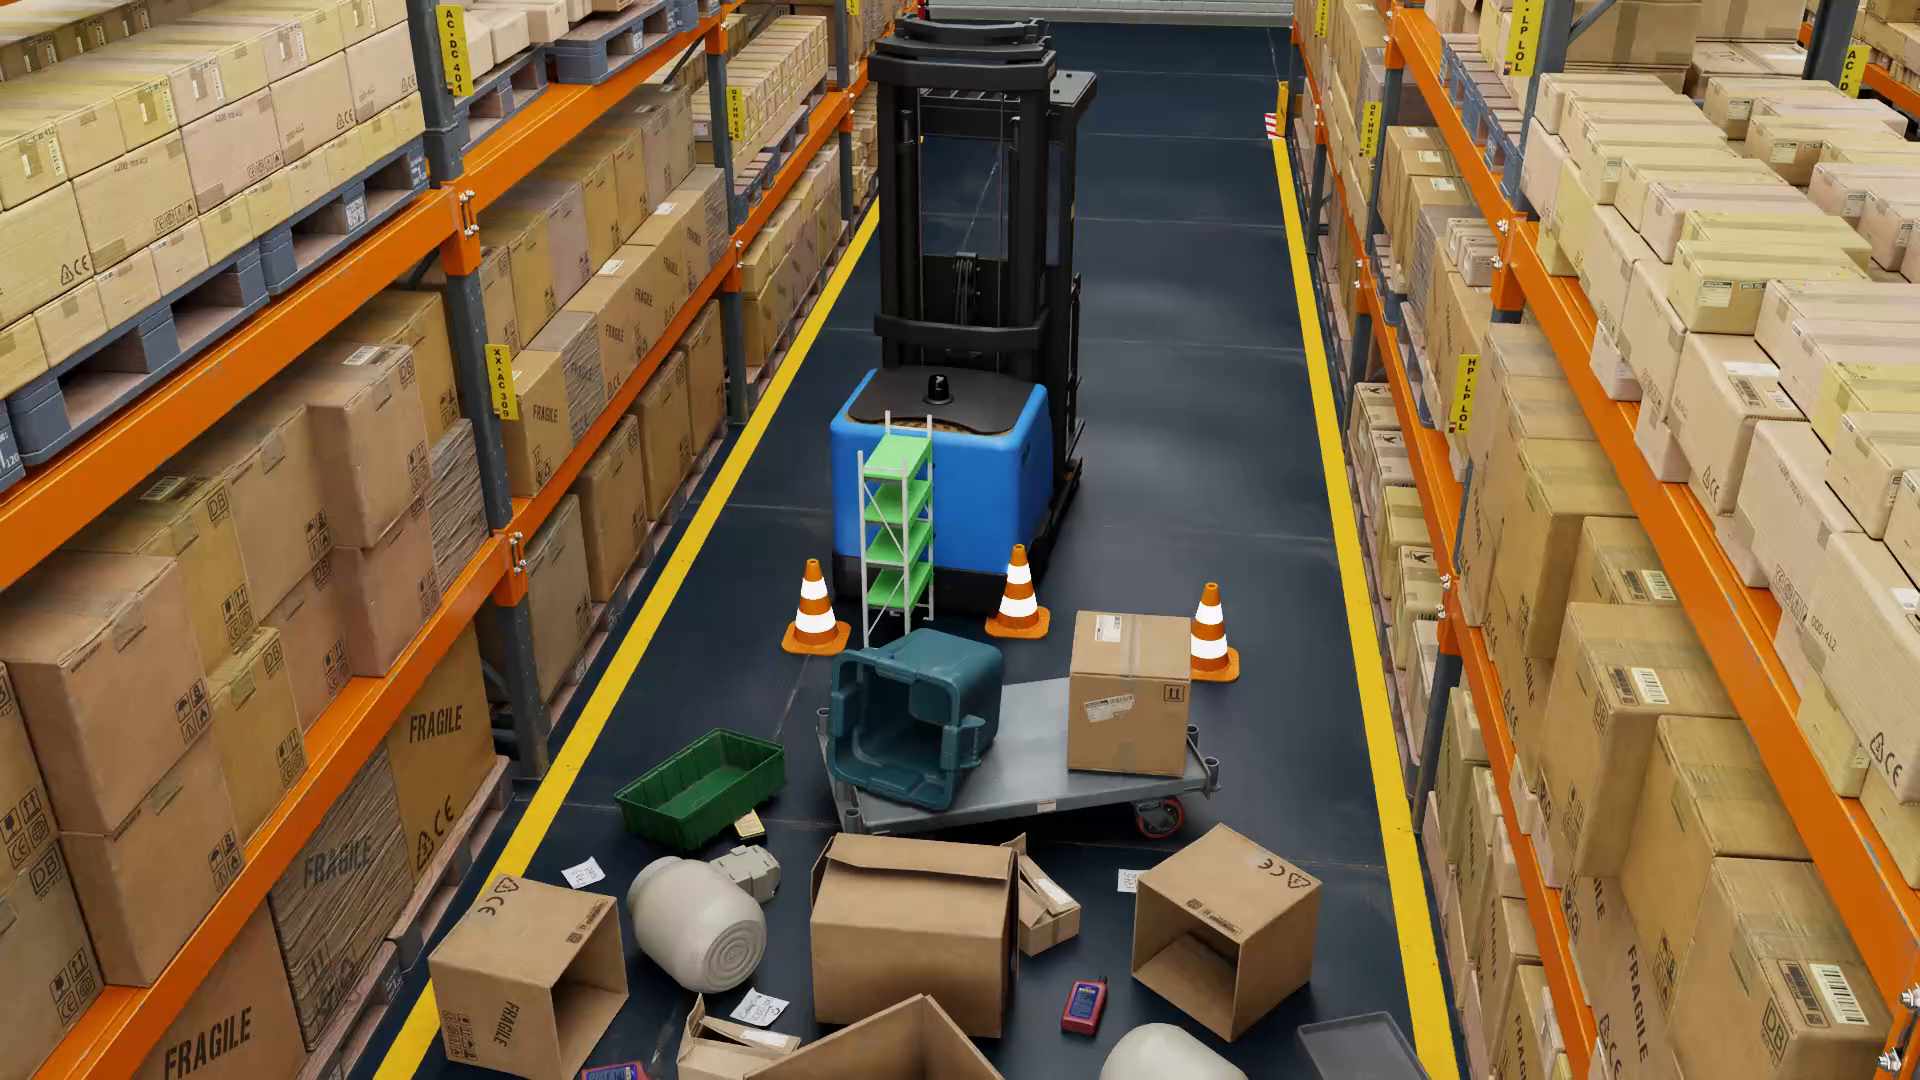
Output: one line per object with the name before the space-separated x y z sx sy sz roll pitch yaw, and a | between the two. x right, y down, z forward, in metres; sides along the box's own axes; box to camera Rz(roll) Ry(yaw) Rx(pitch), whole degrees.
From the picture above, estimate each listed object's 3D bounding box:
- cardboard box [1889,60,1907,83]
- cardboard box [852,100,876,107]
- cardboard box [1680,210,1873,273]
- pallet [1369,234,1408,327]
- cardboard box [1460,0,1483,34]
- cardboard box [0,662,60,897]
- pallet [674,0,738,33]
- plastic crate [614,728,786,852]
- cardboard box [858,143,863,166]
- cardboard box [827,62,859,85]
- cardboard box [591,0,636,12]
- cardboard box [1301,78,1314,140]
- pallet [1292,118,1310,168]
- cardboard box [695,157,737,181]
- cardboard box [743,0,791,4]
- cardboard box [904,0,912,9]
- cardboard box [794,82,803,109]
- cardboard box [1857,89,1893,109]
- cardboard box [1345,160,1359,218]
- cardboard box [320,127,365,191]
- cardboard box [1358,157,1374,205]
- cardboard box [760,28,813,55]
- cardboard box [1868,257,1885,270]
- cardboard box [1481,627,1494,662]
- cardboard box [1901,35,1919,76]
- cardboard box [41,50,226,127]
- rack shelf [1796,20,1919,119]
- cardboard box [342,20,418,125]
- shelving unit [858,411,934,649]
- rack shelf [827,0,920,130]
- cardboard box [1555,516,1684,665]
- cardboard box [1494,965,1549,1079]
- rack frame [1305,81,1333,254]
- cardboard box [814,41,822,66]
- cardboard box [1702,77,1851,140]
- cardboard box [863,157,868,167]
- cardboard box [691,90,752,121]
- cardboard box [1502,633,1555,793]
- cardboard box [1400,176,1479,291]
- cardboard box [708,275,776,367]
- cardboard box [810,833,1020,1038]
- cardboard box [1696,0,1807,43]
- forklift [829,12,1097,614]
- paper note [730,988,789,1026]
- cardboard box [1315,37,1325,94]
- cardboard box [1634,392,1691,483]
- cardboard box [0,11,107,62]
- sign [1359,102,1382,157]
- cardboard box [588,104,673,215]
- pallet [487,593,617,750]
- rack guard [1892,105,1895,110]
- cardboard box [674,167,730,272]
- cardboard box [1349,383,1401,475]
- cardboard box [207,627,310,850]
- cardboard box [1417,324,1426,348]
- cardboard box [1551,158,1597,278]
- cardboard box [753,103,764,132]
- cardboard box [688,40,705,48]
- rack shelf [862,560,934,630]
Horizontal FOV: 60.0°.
cardboard box | 8.281 -4.043 14.356 0.380 0.149 0.250 3 28 5
cardboard box | -0.972 -4.225 16.365 0.380 0.149 0.250 2 28 4
cardboard box | 2.033 -0.713 4.173 0.380 0.149 0.250 4 29 7
pallet | 3.013 -1.475 9.527 1.213 0.211 1.003 3 28 6
cardboard box | 2.836 -2.547 8.044 0.797 0.503 0.637 3 28 6
cardboard box | -2.851 0.647 4.090 0.875 0.550 0.550 3 28 6
pallet | -1.957 -3.072 9.327 1.213 0.211 1.003 5 29 9
plastic crate | -1.142 1.112 7.427 0.450 0.188 0.662 9 28 37
cardboard box | -1.106 -3.605 15.528 0.380 0.149 0.250 2 28 4
cardboard box | -1.081 -4.028 14.328 0.380 0.149 0.250 4 29 8
cardboard box | -1.866 -2.900 8.154 0.500 0.500 0.500 3 28 6
cardboard box | 3.993 -4.407 17.026 0.875 0.438 0.875 2 28 4
pallet | 3.954 -4.058 17.060 1.003 0.211 1.213 3 28 6
cardboard box | -1.675 -2.414 10.891 0.380 0.149 0.250 3 28 5
cardboard box | -1.651 -4.876 14.165 0.500 0.500 0.500 2 28 4
cardboard box | -0.710 -5.626 17.296 0.380 0.149 0.250 3 28 6
cardboard box | -1.416 -3.411 12.741 0.380 0.149 0.250 2 28 4
cardboard box | 8.733 -4.183 16.542 0.797 0.503 0.637 2 28 4
cardboard box | 2.846 -2.329 11.069 0.500 0.250 0.500 4 29 7
cardboard box | -2.209 -1.267 5.492 0.380 0.149 0.250 4 29 7
cardboard box | 2.802 -2.298 10.483 0.500 0.250 0.500 3 28 6
cardboard box | -1.362 -3.912 13.043 0.380 0.149 0.250 2 28 5
cardboard box | 2.580 -0.703 4.574 0.500 0.250 0.500 3 28 5
cardboard box | 2.168 0.344 6.214 0.380 0.149 0.250 4 29 8
cardboard box | 8.278 -4.053 13.954 0.500 0.250 0.500 3 29 6
cardboard box | -2.304 -1.263 4.646 0.380 0.149 0.250 3 28 6
rack shelf | 8.656 -4.122 14.997 1.077 0.370 4.000 3 28 6
cardboard box | -2.226 -1.626 5.739 0.500 0.250 0.500 3 28 6
shelving unit | -0.317 0.001 8.482 0.258 1.200 0.503 6 29 12
rack shelf | -1.195 -4.649 15.975 1.077 0.370 4.000 3 28 6
cardboard box | 2.089 0.286 4.583 0.700 0.500 0.500 3 28 6
cardboard box | 1.983 1.685 5.125 0.500 0.500 0.500 3 28 5
rack frame | 3.485 -3.784 13.611 1.000 3.000 0.127 3 28 6
cardboard box | -1.324 -3.906 13.347 0.380 0.149 0.250 4 29 7
cardboard box | 2.682 -1.417 5.480 0.380 0.149 0.250 4 29 7
cardboard box | -1.086 -3.603 15.838 0.380 0.149 0.250 2 28 4
cardboard box | -1.617 -2.925 11.212 0.380 0.149 0.250 3 28 6
cardboard box | 2.061 0.471 5.294 0.500 0.500 0.500 3 28 6
cardboard box | 2.594 -1.566 8.633 0.500 0.500 0.500 4 29 7
cardboard box | -1.591 -1.544 11.645 0.500 0.500 0.500 2 28 4
cardboard box | -0.177 1.489 6.312 0.797 0.637 0.503 3 28 6
cardboard box | 3.025 -2.165 6.631 0.500 0.250 0.500 3 28 5
forklift | 0.146 -1.578 9.589 1.130 2.935 3.031 6 29 12
paper note | -0.771 1.798 6.389 0.172 0.023 0.155 14 31 24
cardboard box | 3.288 -4.061 14.020 0.500 0.500 0.500 4 29 7
cardboard box | 1.924 -0.255 4.163 0.380 0.149 0.250 3 28 6
cardboard box | -2.895 -1.538 5.155 0.380 0.149 0.250 3 28 5
sign | 2.443 -2.441 9.898 0.100 0.325 0.005 3 28 6
cardboard box | -2.056 -2.176 9.467 0.700 0.500 0.500 3 28 5
pallet | -2.401 0.602 8.410 1.003 0.211 1.213 3 28 6
rack guard | 8.892 -4.244 17.100 1.175 0.500 0.348 3 28 6
cardboard box | -1.719 -1.957 10.115 0.500 0.500 0.500 3 28 6
cardboard box | 2.915 -0.664 10.147 0.950 0.372 0.625 1 28 3
cardboard box | -2.647 0.613 5.291 0.875 0.550 0.500 3 28 6
cardboard box | 2.524 -1.075 8.405 0.380 0.149 0.250 4 29 8
cardboard box | 2.125 -0.969 5.068 0.500 0.250 0.500 3 28 6
cardboard box | -1.581 -2.935 11.543 0.380 0.149 0.250 3 29 6
cardboard box | -2.071 -3.711 12.671 0.380 0.149 0.250 3 28 6
rack shelf | -0.317 0.269 8.626 0.258 0.148 0.480 6 29 12
